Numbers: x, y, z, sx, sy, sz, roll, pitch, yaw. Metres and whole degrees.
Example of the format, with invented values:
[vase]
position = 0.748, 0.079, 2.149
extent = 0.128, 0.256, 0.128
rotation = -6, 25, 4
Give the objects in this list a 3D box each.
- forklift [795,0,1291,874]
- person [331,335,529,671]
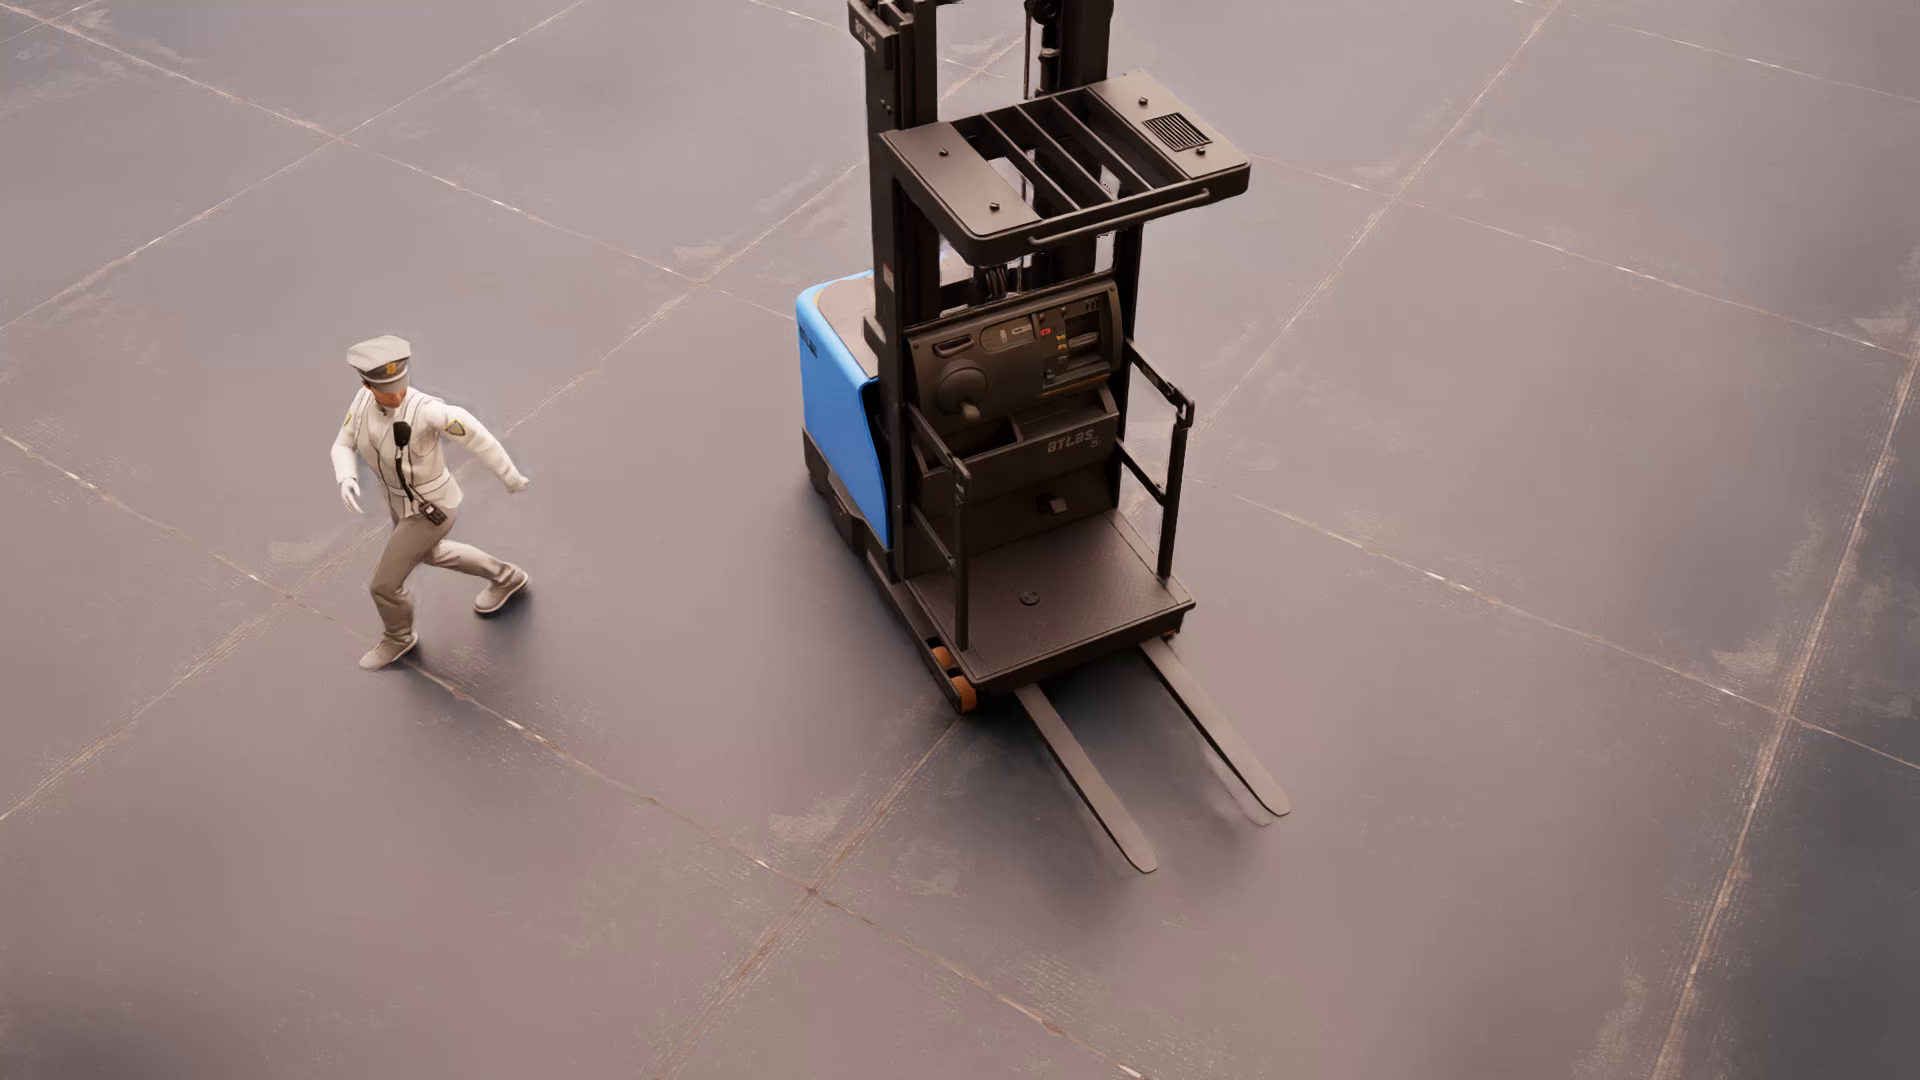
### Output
[forklift]
position = 0.331, -0.668, 6.553
extent = 1.130, 2.935, 3.031
rotation = -19, 47, -19
[person]
position = -2.296, -0.157, 7.026
extent = 0.884, 1.602, 0.506
rotation = -29, 51, -27
